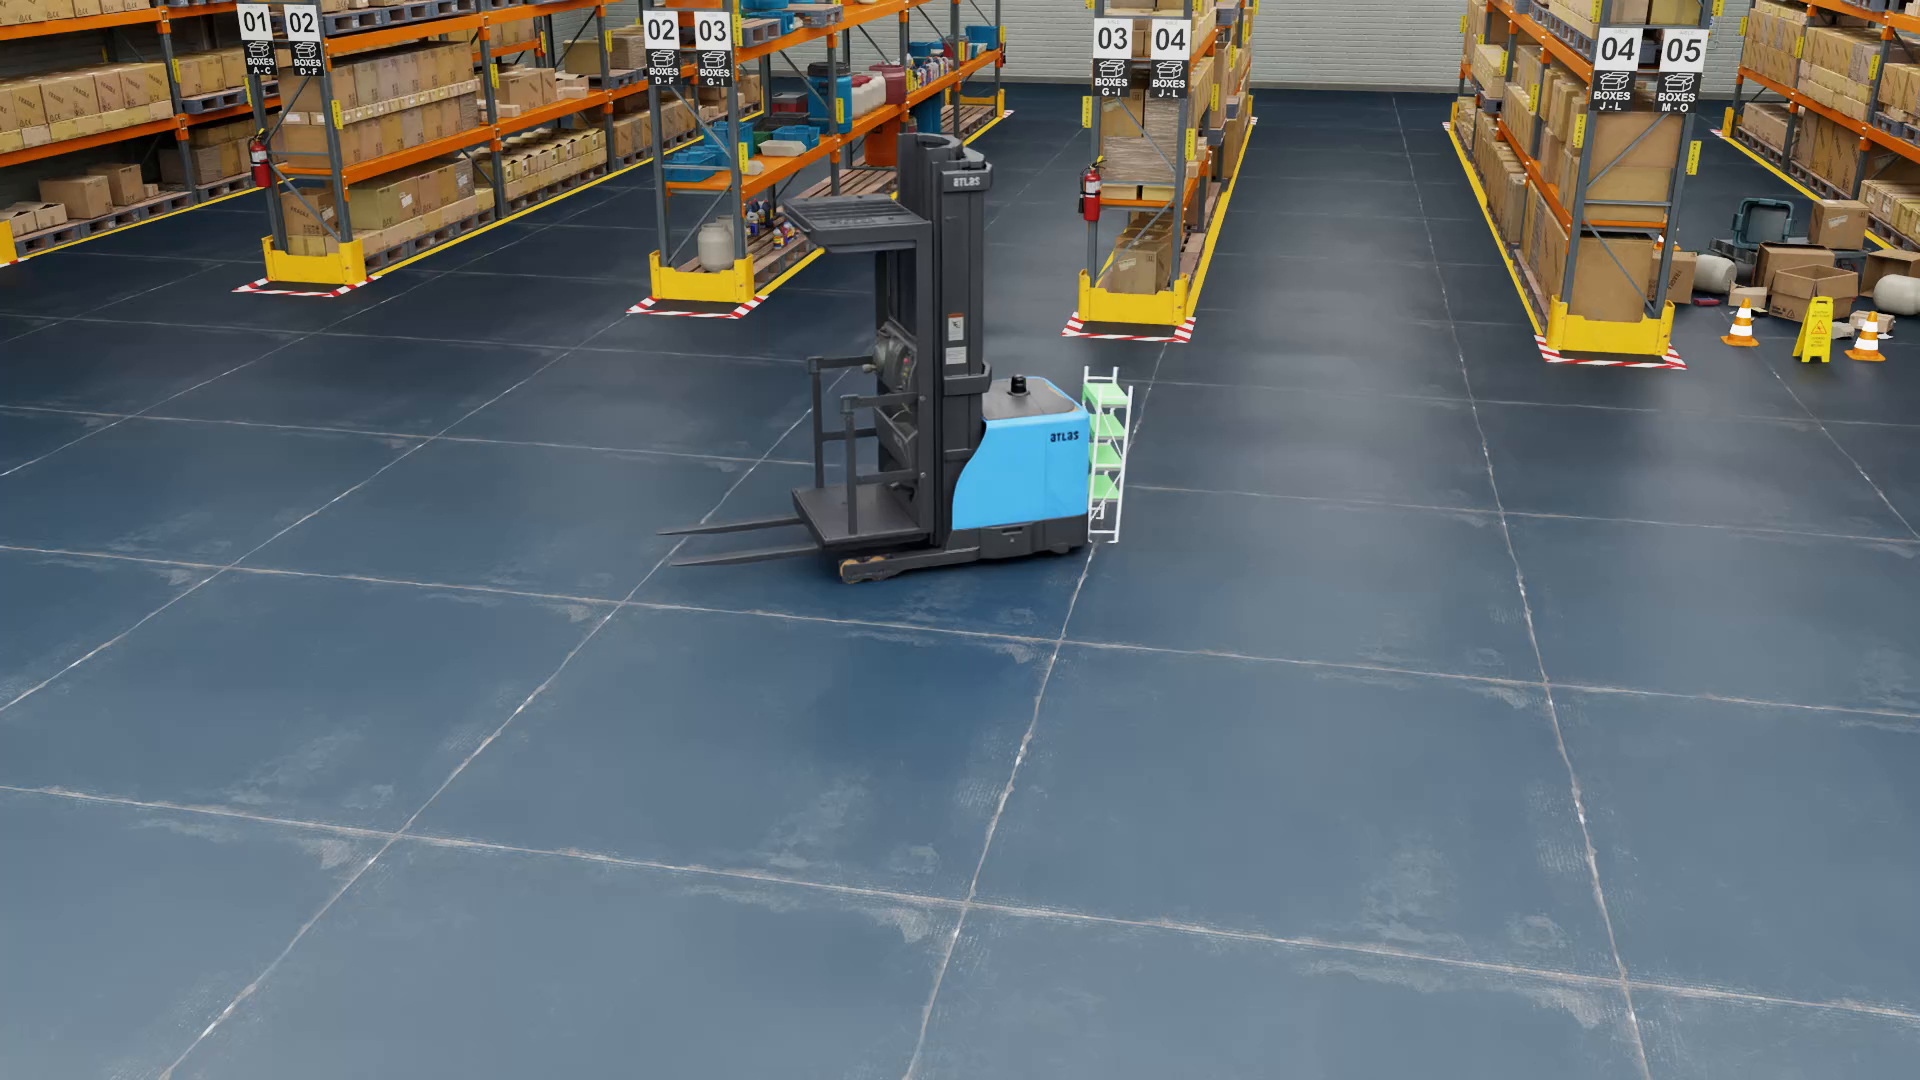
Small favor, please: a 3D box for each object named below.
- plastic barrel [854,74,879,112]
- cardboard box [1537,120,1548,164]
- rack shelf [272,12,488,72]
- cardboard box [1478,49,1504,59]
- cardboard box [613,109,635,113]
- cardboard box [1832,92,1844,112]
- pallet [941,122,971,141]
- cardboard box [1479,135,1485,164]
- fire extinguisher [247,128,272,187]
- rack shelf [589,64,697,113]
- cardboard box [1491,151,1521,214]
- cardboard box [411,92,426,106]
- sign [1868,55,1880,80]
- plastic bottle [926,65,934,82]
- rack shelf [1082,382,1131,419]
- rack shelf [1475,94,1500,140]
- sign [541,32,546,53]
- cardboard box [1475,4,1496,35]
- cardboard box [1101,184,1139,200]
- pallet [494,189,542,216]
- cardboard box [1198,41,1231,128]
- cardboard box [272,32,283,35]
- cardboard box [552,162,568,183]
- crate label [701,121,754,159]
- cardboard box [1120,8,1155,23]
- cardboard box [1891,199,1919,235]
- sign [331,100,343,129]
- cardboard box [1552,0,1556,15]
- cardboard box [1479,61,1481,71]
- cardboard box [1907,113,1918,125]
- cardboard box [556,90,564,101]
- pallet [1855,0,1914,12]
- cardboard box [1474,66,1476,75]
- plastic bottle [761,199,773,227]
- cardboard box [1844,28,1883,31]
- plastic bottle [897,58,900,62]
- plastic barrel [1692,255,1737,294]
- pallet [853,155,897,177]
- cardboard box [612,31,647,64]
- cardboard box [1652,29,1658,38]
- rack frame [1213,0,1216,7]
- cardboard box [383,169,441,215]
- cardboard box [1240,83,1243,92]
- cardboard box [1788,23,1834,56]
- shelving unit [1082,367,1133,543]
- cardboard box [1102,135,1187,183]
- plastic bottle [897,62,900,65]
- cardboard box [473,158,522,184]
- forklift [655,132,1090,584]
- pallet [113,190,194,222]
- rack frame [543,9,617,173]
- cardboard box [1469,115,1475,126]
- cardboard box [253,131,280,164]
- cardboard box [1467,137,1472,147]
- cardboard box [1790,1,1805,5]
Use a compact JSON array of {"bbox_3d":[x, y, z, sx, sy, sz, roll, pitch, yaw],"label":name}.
[{"bbox_3d":[-1.413,-6.619,24.624,0.421,0.512,0.421,0,22,0],"label":"plastic barrel"},{"bbox_3d":[7.478,-4.792,20.037,0.875,0.550,0.550,4,22,11],"label":"cardboard box"},{"bbox_3d":[-7.398,-6.356,21.069,1.077,0.370,4.000,4,22,11],"label":"rack shelf"},{"bbox_3d":[8.484,-7.742,26.541,0.380,0.149,0.250,4,22,10],"label":"cardboard box"},{"bbox_3d":[-6.006,-7.279,29.170,0.500,0.500,0.500,4,22,9],"label":"cardboard box"},{"bbox_3d":[13.281,-6.487,24.647,0.500,0.250,0.500,4,22,10],"label":"cardboard box"},{"bbox_3d":[-0.397,-7.555,30.831,1.003,0.211,1.213,4,22,11],"label":"pallet"},{"bbox_3d":[8.564,-6.183,26.475,0.500,0.500,0.500,5,22,12],"label":"cardboard box"},{"bbox_3d":[-8.285,-4.524,19.674,0.296,0.674,0.183,4,22,11],"label":"fire extinguisher"},{"bbox_3d":[-5.766,-7.891,28.894,1.077,0.370,4.000,4,22,11],"label":"rack shelf"},{"bbox_3d":[7.971,-4.937,23.046,1.050,0.750,0.750,5,22,12],"label":"cardboard box"},{"bbox_3d":[-7.148,-5.700,21.489,0.380,0.149,0.250,5,23,13],"label":"cardboard box"},{"bbox_3d":[12.680,-6.559,23.075,0.100,0.325,0.005,4,22,11],"label":"sign"},{"bbox_3d":[-0.526,-7.899,28.116,0.152,0.276,0.135,4,22,11],"label":"plastic bottle"},{"bbox_3d":[1.068,-1.017,12.142,0.258,0.148,0.480,0,22,-9],"label":"rack shelf"},{"bbox_3d":[8.766,-6.719,25.985,1.077,0.370,4.000,4,22,11],"label":"rack shelf"},{"bbox_3d":[-6.707,-8.031,26.836,0.100,0.325,0.005,4,22,11],"label":"sign"},{"bbox_3d":[9.224,-9.001,28.816,0.500,0.500,0.500,5,22,12],"label":"cardboard box"},{"bbox_3d":[1.747,-3.814,18.145,0.380,0.149,0.250,4,22,11],"label":"cardboard box"},{"bbox_3d":[-6.878,-5.009,24.508,1.003,0.211,1.213,4,22,11],"label":"pallet"},{"bbox_3d":[3.006,-6.027,21.937,1.000,1.000,1.000,5,22,11],"label":"cardboard box"},{"bbox_3d":[-11.117,-8.173,27.042,0.380,0.149,0.250,1,22,2],"label":"cardboard box"},{"bbox_3d":[-6.352,-5.641,25.462,0.500,0.250,0.500,5,22,12],"label":"cardboard box"},{"bbox_3d":[-2.847,-4.898,20.454,0.502,0.435,0.616,4,22,11],"label":"crate label"},{"bbox_3d":[1.959,-5.812,18.422,0.380,0.149,0.250,5,22,12],"label":"cardboard box"},{"bbox_3d":[12.796,-4.204,21.731,0.950,0.372,0.625,5,23,13],"label":"cardboard box"},{"bbox_3d":[-7.264,-4.961,19.392,0.100,0.325,0.005,4,22,11],"label":"sign"},{"bbox_3d":[7.084,-6.172,19.290,0.380,0.149,0.250,5,22,11],"label":"cardboard box"},{"bbox_3d":[8.435,-7.508,26.357,0.380,0.149,0.250,5,23,13],"label":"cardboard box"},{"bbox_3d":[12.736,-5.564,21.928,0.380,0.149,0.250,6,23,14],"label":"cardboard box"},{"bbox_3d":[-6.379,-6.906,25.822,0.380,0.149,0.250,6,23,15],"label":"cardboard box"},{"bbox_3d":[13.304,-7.524,23.259,1.213,0.211,1.003,6,23,13],"label":"pallet"},{"bbox_3d":[8.593,-7.652,27.112,0.380,0.149,0.250,5,22,12],"label":"cardboard box"},{"bbox_3d":[-2.572,-4.352,22.101,0.144,0.351,0.185,4,22,11],"label":"plastic bottle"},{"bbox_3d":[14.195,-7.772,26.163,0.500,0.500,0.500,5,23,13],"label":"cardboard box"},{"bbox_3d":[-1.052,-8.245,28.977,0.152,0.276,0.135,4,22,11],"label":"plastic bottle"},{"bbox_3d":[8.812,-3.132,19.563,0.421,0.421,0.512,-16,27,-35],"label":"plastic barrel"},{"bbox_3d":[-1.206,-6.112,27.247,1.003,0.211,1.213,4,22,11],"label":"pallet"},{"bbox_3d":[-5.658,-8.546,28.863,0.700,0.500,0.500,-1,22,-3],"label":"cardboard box"},{"bbox_3d":[7.161,-5.106,16.641,0.380,0.149,0.250,5,22,11],"label":"cardboard box"},{"bbox_3d":[2.707,-8.056,20.312,1.000,3.000,0.127,4,22,11],"label":"rack frame"},{"bbox_3d":[-7.171,-4.562,21.780,0.500,0.500,0.500,4,22,11],"label":"cardboard box"},{"bbox_3d":[4.552,-7.644,29.600,0.875,0.875,0.875,4,22,11],"label":"cardboard box"},{"bbox_3d":[13.867,-8.148,27.097,0.500,0.500,0.500,4,22,10],"label":"cardboard box"},{"bbox_3d":[1.045,-0.630,12.294,0.258,1.200,0.503,0,22,-9],"label":"shelving unit"},{"bbox_3d":[2.030,-4.194,18.220,0.875,0.500,0.500,4,22,11],"label":"cardboard box"},{"bbox_3d":[-1.017,-8.029,28.440,0.152,0.276,0.135,4,22,11],"label":"plastic bottle"},{"bbox_3d":[-6.662,-5.342,23.970,0.500,0.311,0.500,5,22,11],"label":"cardboard box"},{"bbox_3d":[-0.640,-1.272,11.589,3.031,2.935,1.130,-7,23,-16],"label":"forklift"},{"bbox_3d":[-11.943,-4.865,24.150,1.003,0.211,1.213,4,22,11],"label":"pallet"},{"bbox_3d":[-6.174,-7.493,26.943,1.000,3.000,0.127,4,22,11],"label":"rack frame"},{"bbox_3d":[9.049,-7.271,28.849,0.380,0.149,0.250,4,22,10],"label":"cardboard box"},{"bbox_3d":[-11.413,-6.283,26.696,0.700,0.500,0.500,4,22,11],"label":"cardboard box"},{"bbox_3d":[8.921,-6.826,28.541,0.380,0.149,0.250,5,22,12],"label":"cardboard box"},{"bbox_3d":[14.951,-9.477,29.528,0.380,0.149,0.250,5,22,12],"label":"cardboard box"}]
